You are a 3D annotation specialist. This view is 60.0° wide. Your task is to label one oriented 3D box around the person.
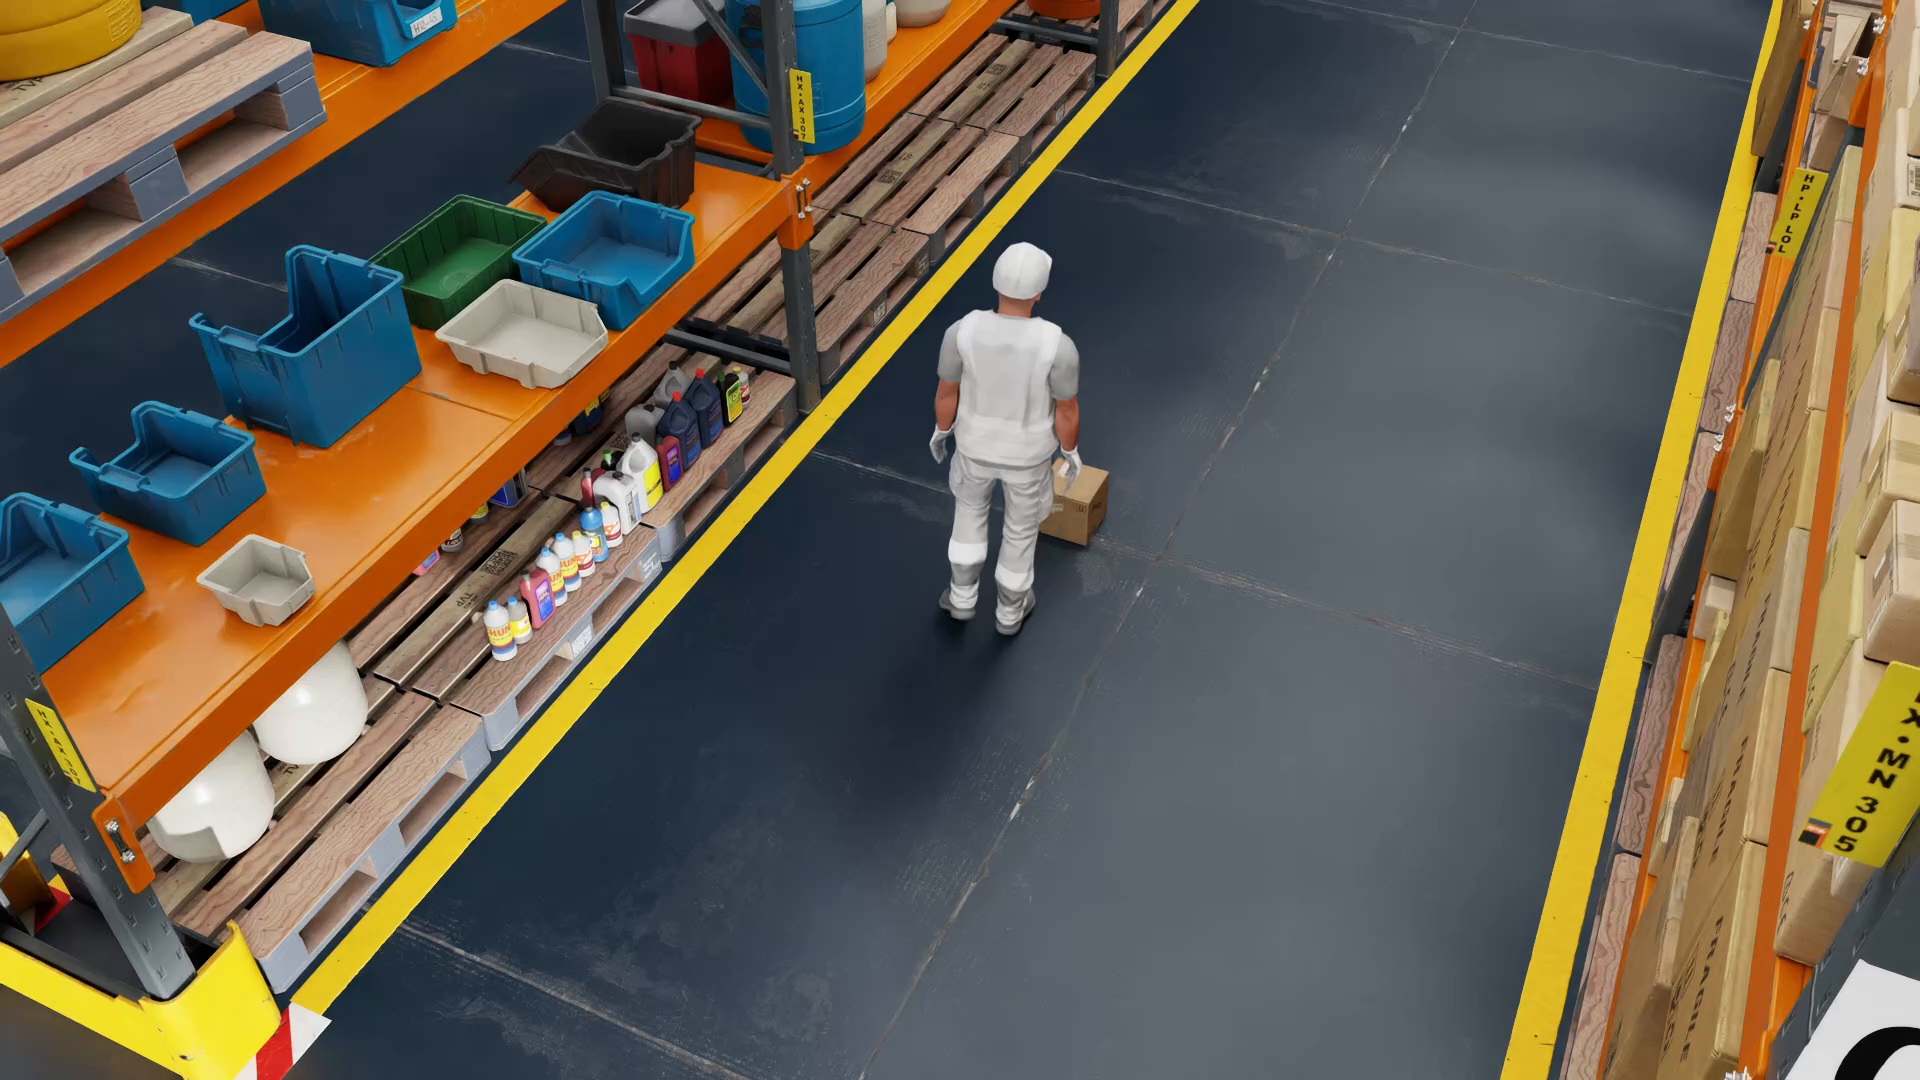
[{"bbox_3d":[0.177,-0.364,6.548,0.609,1.822,0.373,10,43,11],"label":"person"}]
